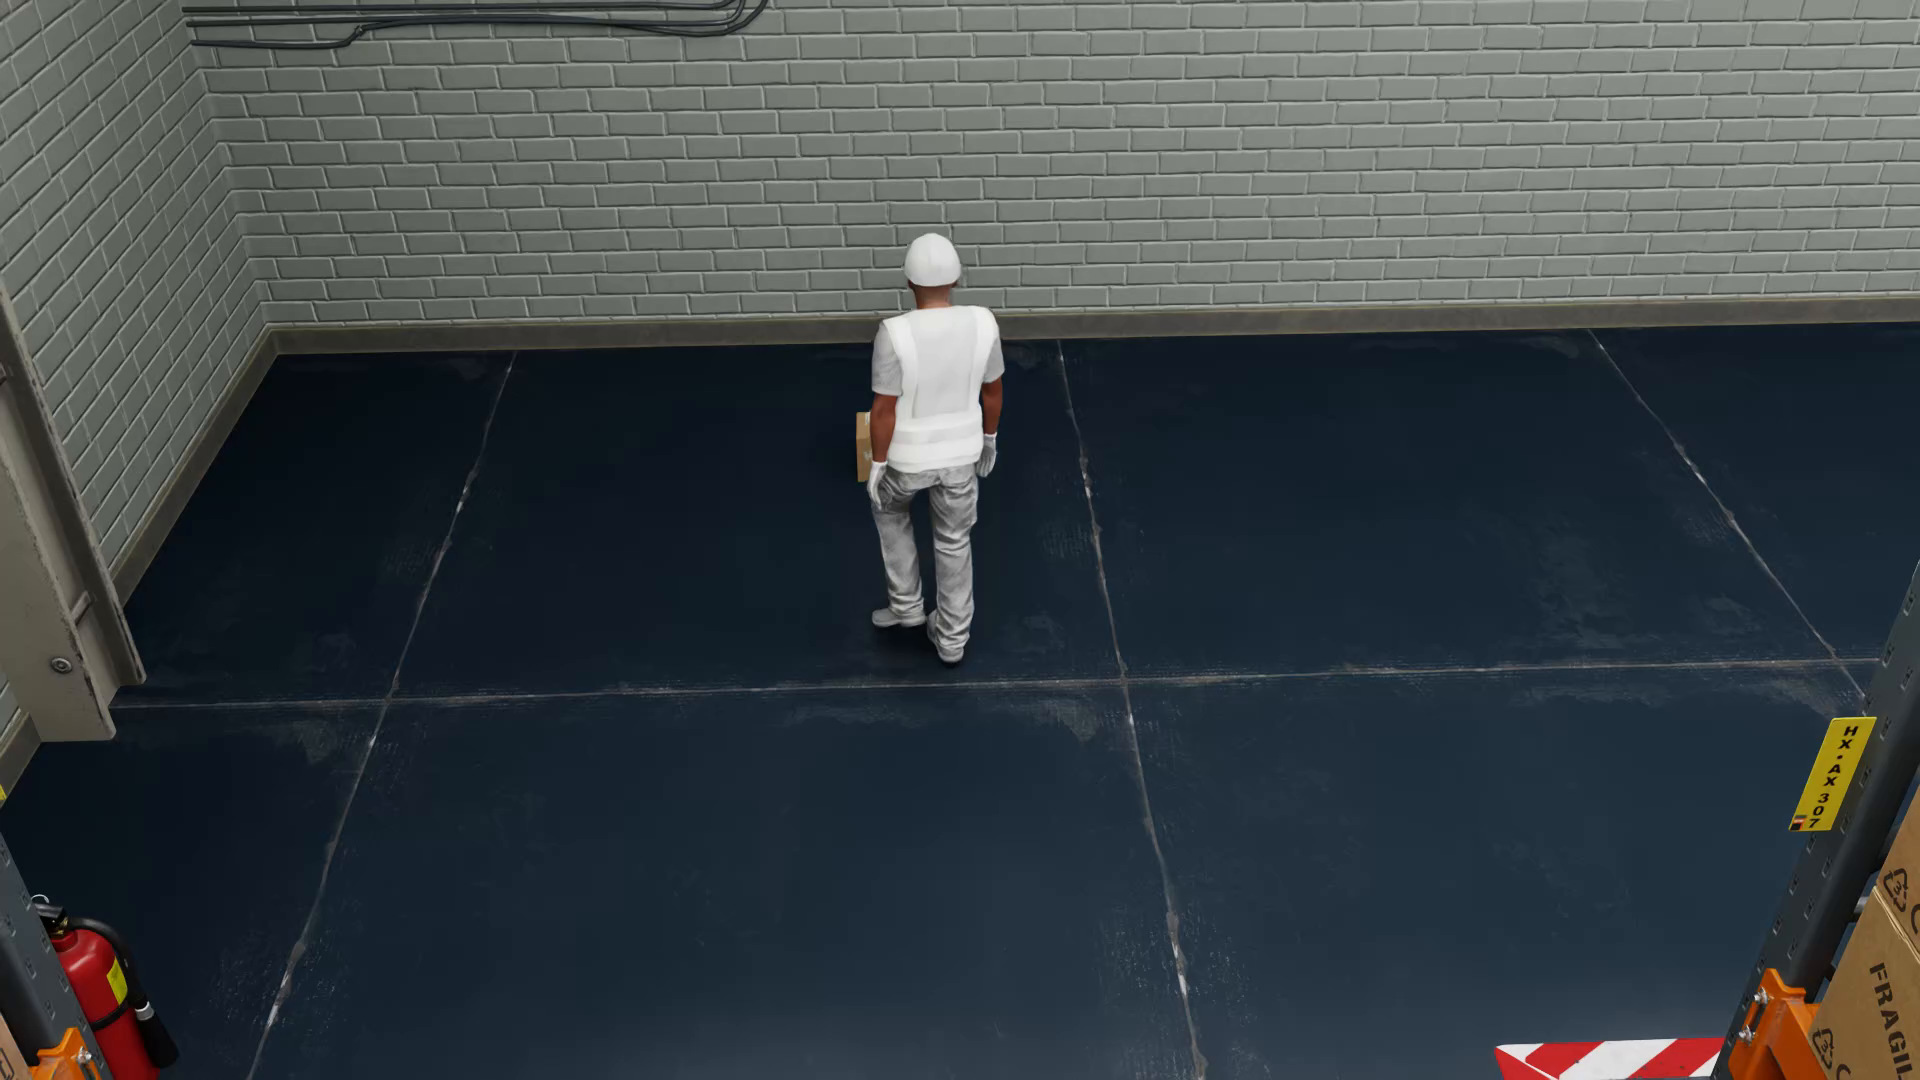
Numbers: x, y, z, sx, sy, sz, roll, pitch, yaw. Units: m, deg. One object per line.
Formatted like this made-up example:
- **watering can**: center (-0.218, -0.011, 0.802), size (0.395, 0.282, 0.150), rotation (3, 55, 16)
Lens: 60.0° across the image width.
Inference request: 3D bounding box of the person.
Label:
- **person**: center (-0.103, -0.342, 6.597), size (0.595, 1.778, 0.519), rotation (-10, 36, -14)
